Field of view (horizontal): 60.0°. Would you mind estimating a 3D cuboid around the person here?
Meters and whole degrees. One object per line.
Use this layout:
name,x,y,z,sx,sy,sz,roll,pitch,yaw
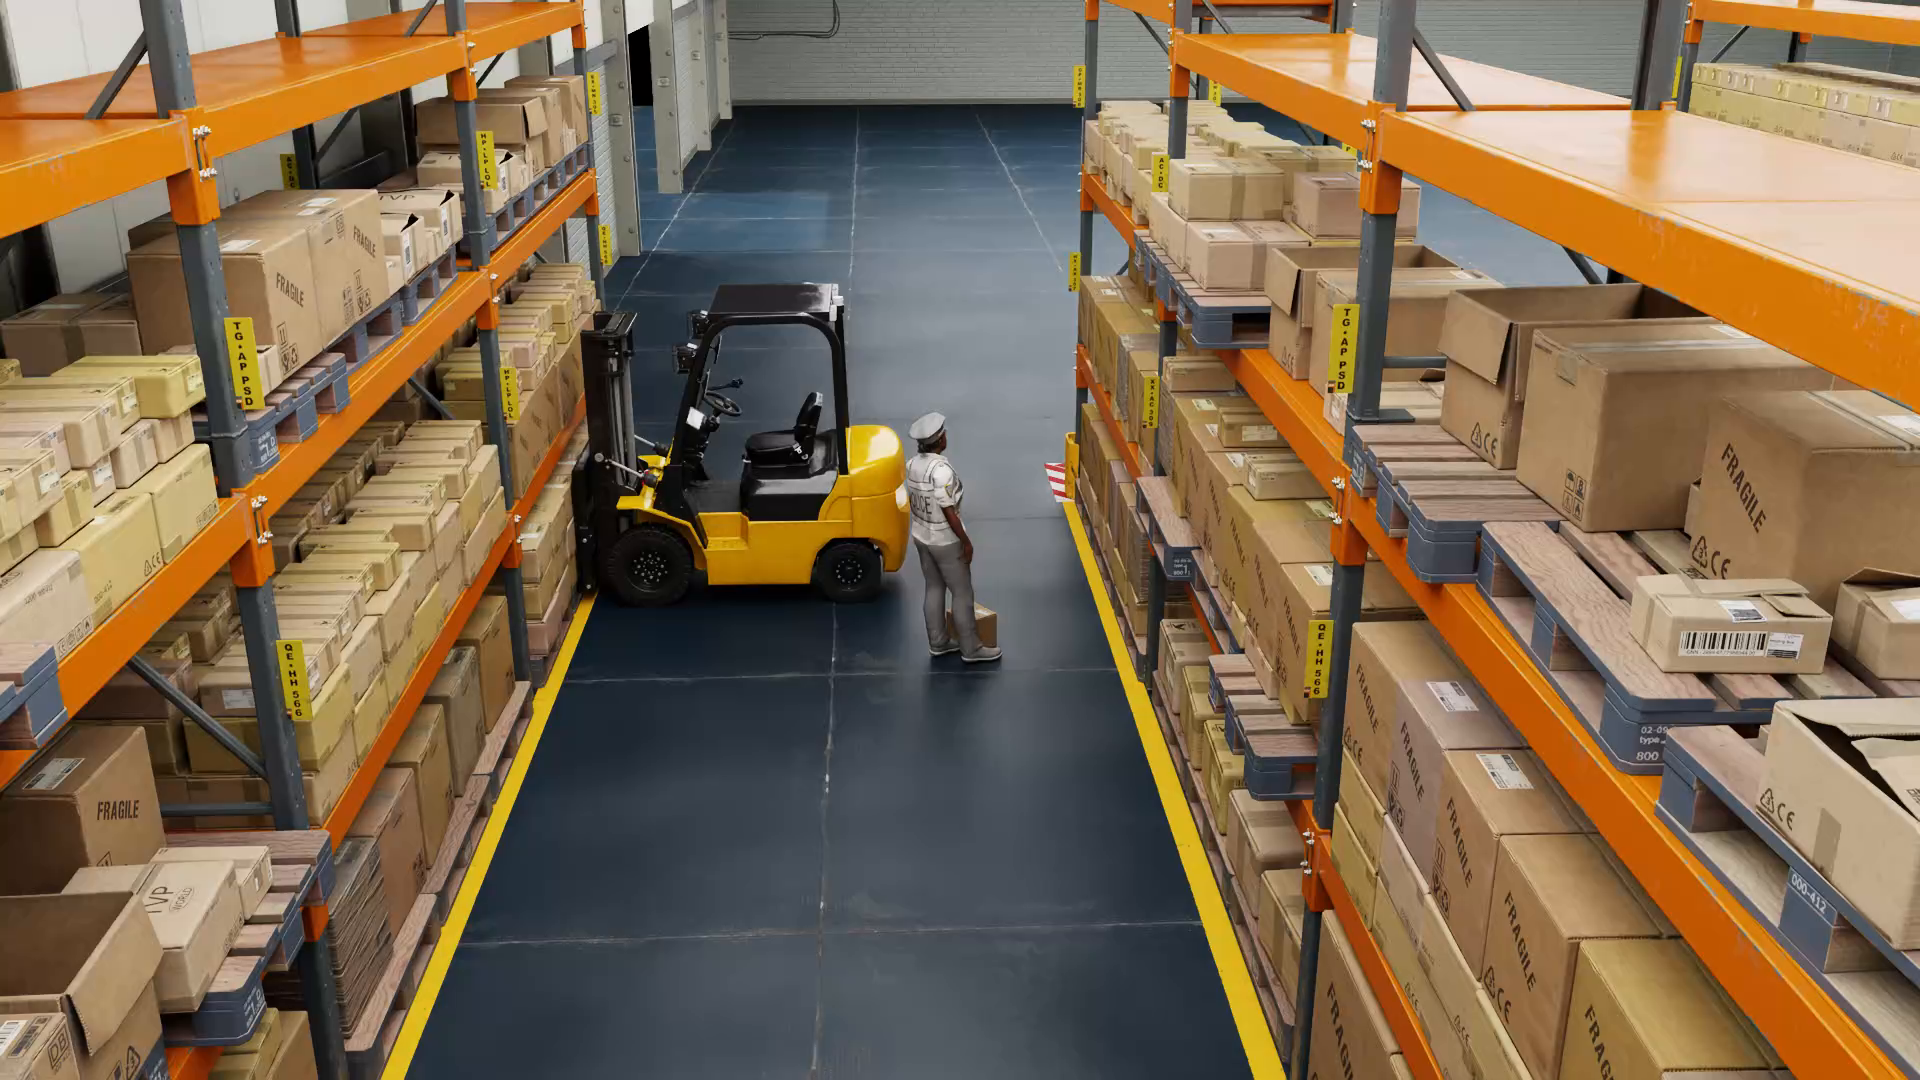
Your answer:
person,-0.067,-0.023,11.064,0.529,1.694,0.568,-14,25,-33
